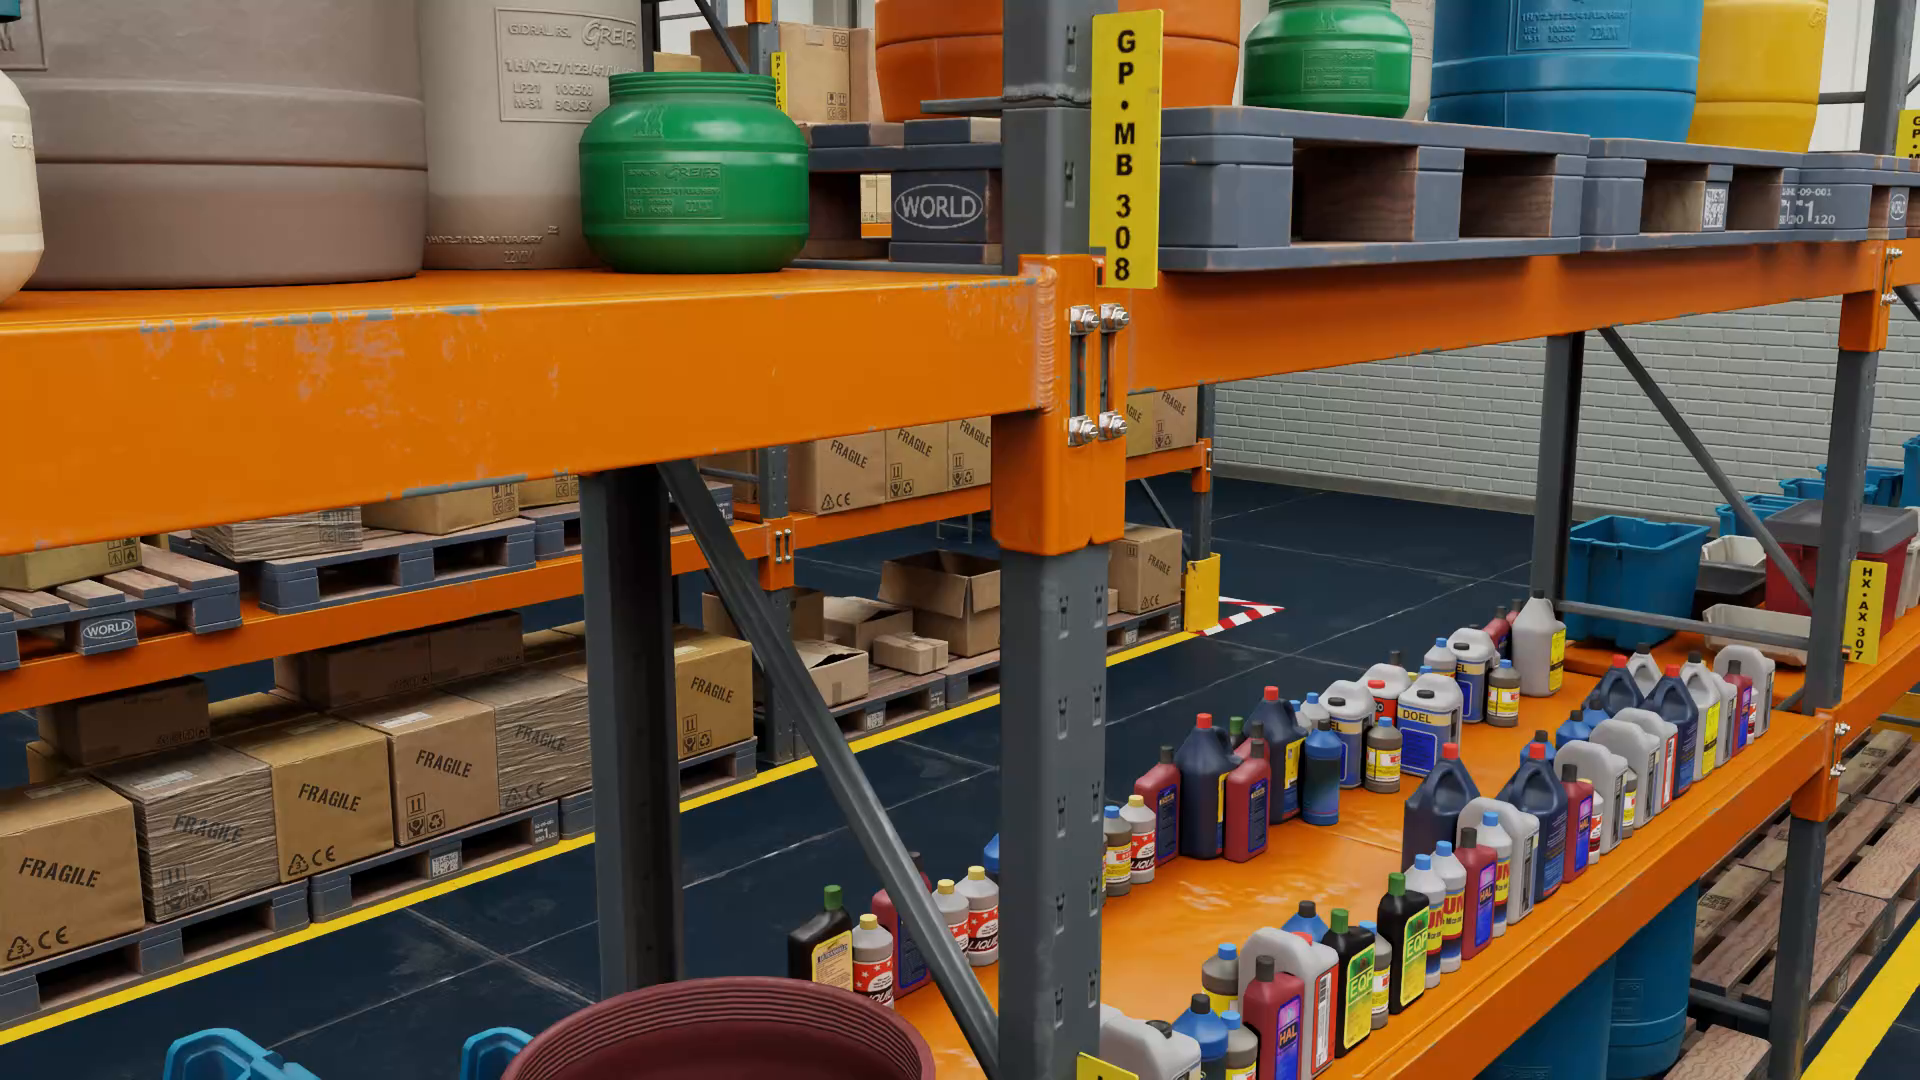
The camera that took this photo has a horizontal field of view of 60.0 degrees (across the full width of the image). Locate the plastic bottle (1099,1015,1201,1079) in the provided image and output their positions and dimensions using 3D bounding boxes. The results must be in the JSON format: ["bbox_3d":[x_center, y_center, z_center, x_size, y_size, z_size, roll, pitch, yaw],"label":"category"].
[{"bbox_3d":[0.310,0.918,2.773,0.152,0.276,0.135,10,15,40],"label":"plastic bottle"}]

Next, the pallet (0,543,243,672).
[{"bbox_3d":[-3.542,0.224,6.424,1.213,0.211,1.003,10,15,40],"label":"pallet"}]

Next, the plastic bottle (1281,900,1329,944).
[{"bbox_3d":[0.667,0.831,3.221,0.097,0.271,0.097,0,11,0],"label":"plastic bottle"}]

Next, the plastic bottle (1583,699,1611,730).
[{"bbox_3d":[1.725,0.568,4.537,0.097,0.271,0.097,0,11,0],"label":"plastic bottle"}]

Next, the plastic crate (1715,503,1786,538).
[{"bbox_3d":[3.585,-0.013,7.395,0.416,0.233,0.300,10,15,40],"label":"plastic crate"}]

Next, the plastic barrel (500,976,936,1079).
[{"bbox_3d":[-0.297,0.920,2.100,0.600,0.536,0.708,10,15,40],"label":"plastic barrel"}]

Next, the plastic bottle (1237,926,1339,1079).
[{"bbox_3d":[0.616,0.850,3.113,0.152,0.276,0.135,10,15,40],"label":"plastic bottle"}]

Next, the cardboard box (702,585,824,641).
[{"bbox_3d":[-1.133,0.539,9.612,0.500,0.500,0.500,10,15,40],"label":"cardboard box"}]

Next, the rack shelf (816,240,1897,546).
[{"bbox_3d":[1.102,-0.533,3.901,1.077,0.370,4.000,10,15,40],"label":"rack shelf"}]

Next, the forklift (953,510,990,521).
[{"bbox_3d":[0.592,-1.845,16.464,1.130,2.935,3.031,3,12,15],"label":"forklift"}]

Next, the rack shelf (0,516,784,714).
[{"bbox_3d":[-2.616,0.297,7.404,1.077,0.370,4.000,10,15,40],"label":"rack shelf"}]

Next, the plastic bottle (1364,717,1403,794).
[{"bbox_3d":[1.172,0.591,4.603,0.097,0.201,0.097,0,11,0],"label":"plastic bottle"}]

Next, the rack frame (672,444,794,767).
[{"bbox_3d":[-1.296,-0.350,8.807,1.000,3.000,0.127,10,15,40],"label":"rack frame"}]

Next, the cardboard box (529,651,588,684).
[{"bbox_3d":[-1.739,0.841,8.101,0.500,0.500,0.500,10,15,41],"label":"cardboard box"}]

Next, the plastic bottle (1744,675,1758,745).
[{"bbox_3d":[2.349,0.509,5.014,0.097,0.201,0.097,0,11,0],"label":"plastic bottle"}]

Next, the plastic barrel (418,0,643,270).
[{"bbox_3d":[-0.653,-0.640,2.316,0.421,0.512,0.421,0,11,0],"label":"plastic barrel"}]

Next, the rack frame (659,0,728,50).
[{"bbox_3d":[-2.379,-4.521,14.369,1.000,3.000,0.127,10,15,40],"label":"rack frame"}]

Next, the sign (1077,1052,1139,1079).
[{"bbox_3d":[0.200,0.869,2.284,0.100,0.325,0.005,10,15,40],"label":"sign"}]

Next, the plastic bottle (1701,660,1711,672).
[{"bbox_3d":[2.299,0.475,5.184,0.097,0.201,0.097,0,11,0],"label":"plastic bottle"}]

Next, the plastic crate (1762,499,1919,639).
[{"bbox_3d":[3.200,0.131,6.081,0.402,0.464,0.583,10,15,40],"label":"plastic crate"}]

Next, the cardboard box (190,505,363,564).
[{"bbox_3d":[-2.858,-0.234,6.896,0.500,0.500,0.700,-9,14,-37],"label":"cardboard box"}]

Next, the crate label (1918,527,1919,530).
[{"bbox_3d":[4.293,0.030,7.421,0.396,0.136,0.243,10,15,40],"label":"crate label"}]

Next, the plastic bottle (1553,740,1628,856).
[{"bbox_3d":[1.589,0.633,4.199,0.152,0.276,0.135,10,15,40],"label":"plastic bottle"}]

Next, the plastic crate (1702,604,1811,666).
[{"bbox_3d":[2.837,0.341,5.868,0.396,0.136,0.243,10,15,40],"label":"plastic crate"}]

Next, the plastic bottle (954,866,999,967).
[{"bbox_3d":[0.035,0.799,3.559,0.097,0.201,0.097,0,11,0],"label":"plastic bottle"}]

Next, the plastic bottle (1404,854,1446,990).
[{"bbox_3d":[0.953,0.785,3.450,0.097,0.271,0.097,0,11,0],"label":"plastic bottle"}]

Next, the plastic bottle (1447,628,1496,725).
[{"bbox_3d":[1.589,0.424,5.246,0.152,0.276,0.135,10,15,40],"label":"plastic bottle"}]

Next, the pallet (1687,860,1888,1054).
[{"bbox_3d":[2.879,1.545,6.437,1.003,0.211,1.213,10,15,40],"label":"pallet"}]

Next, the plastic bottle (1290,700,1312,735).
[{"bbox_3d":[0.905,0.571,4.523,0.097,0.271,0.097,0,11,0],"label":"plastic bottle"}]

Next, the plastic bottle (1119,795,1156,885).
[{"bbox_3d":[0.421,0.713,3.990,0.097,0.201,0.097,0,11,0],"label":"plastic bottle"}]

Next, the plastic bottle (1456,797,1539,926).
[{"bbox_3d":[1.226,0.714,3.794,0.152,0.276,0.135,10,15,40],"label":"plastic bottle"}]

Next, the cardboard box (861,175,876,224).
[{"bbox_3d":[-0.789,-1.787,8.725,0.500,0.250,0.500,10,15,40],"label":"cardboard box"}]

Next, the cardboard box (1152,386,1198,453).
[{"bbox_3d":[1.253,-0.887,11.237,0.500,0.500,0.500,10,15,42],"label":"cardboard box"}]

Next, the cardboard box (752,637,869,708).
[{"bbox_3d":[-0.856,0.719,9.196,0.500,0.311,0.500,10,15,40],"label":"cardboard box"}]

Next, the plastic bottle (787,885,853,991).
[{"bbox_3d":[-0.271,0.822,3.236,0.061,0.283,0.133,10,15,40],"label":"plastic bottle"}]

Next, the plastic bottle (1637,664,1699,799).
[{"bbox_3d":[1.940,0.520,4.577,0.144,0.351,0.185,10,15,40],"label":"plastic bottle"}]

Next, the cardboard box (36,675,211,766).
[{"bbox_3d":[-3.461,0.704,6.873,0.500,0.250,0.500,11,15,42],"label":"cardboard box"}]

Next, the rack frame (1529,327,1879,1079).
[{"bbox_3d":[2.422,0.291,5.597,1.000,3.000,0.127,10,15,40],"label":"rack frame"}]

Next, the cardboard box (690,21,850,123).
[{"bbox_3d":[-1.004,-2.437,8.788,0.700,0.500,0.500,10,15,40],"label":"cardboard box"}]

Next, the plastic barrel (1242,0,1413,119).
[{"bbox_3d":[0.654,-0.848,2.963,0.294,0.245,0.294,0,11,0],"label":"plastic barrel"}]

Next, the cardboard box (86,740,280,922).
[{"bbox_3d":[-3.080,1.141,6.601,0.500,0.500,0.500,9,14,38],"label":"cardboard box"}]

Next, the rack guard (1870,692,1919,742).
[{"bbox_3d":[5.069,0.923,8.815,1.175,0.500,0.348,10,15,40],"label":"rack guard"}]

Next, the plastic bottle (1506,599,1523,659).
[{"bbox_3d":[1.860,0.347,5.615,0.061,0.283,0.133,10,15,40],"label":"plastic bottle"}]

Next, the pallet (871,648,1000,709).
[{"bbox_3d":[-0.037,0.736,10.488,1.003,0.211,1.213,10,15,40],"label":"pallet"}]

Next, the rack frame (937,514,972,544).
[{"bbox_3d":[-0.052,-1.018,14.448,0.400,2.100,0.015,10,15,40],"label":"rack frame"}]

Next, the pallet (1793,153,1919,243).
[{"bbox_3d":[1.978,-0.960,4.681,1.213,0.211,1.003,10,15,40],"label":"pallet"}]

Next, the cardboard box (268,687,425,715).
[{"bbox_3d":[-2.812,0.926,7.674,0.500,0.500,0.500,9,14,38],"label":"cardboard box"}]

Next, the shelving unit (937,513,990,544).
[{"bbox_3d":[0.109,-1.054,14.627,0.431,2.100,0.503,10,15,40],"label":"shelving unit"}]

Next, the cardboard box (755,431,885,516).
[{"bbox_3d":[-0.755,-0.439,8.996,0.500,0.500,0.500,10,15,42],"label":"cardboard box"}]
